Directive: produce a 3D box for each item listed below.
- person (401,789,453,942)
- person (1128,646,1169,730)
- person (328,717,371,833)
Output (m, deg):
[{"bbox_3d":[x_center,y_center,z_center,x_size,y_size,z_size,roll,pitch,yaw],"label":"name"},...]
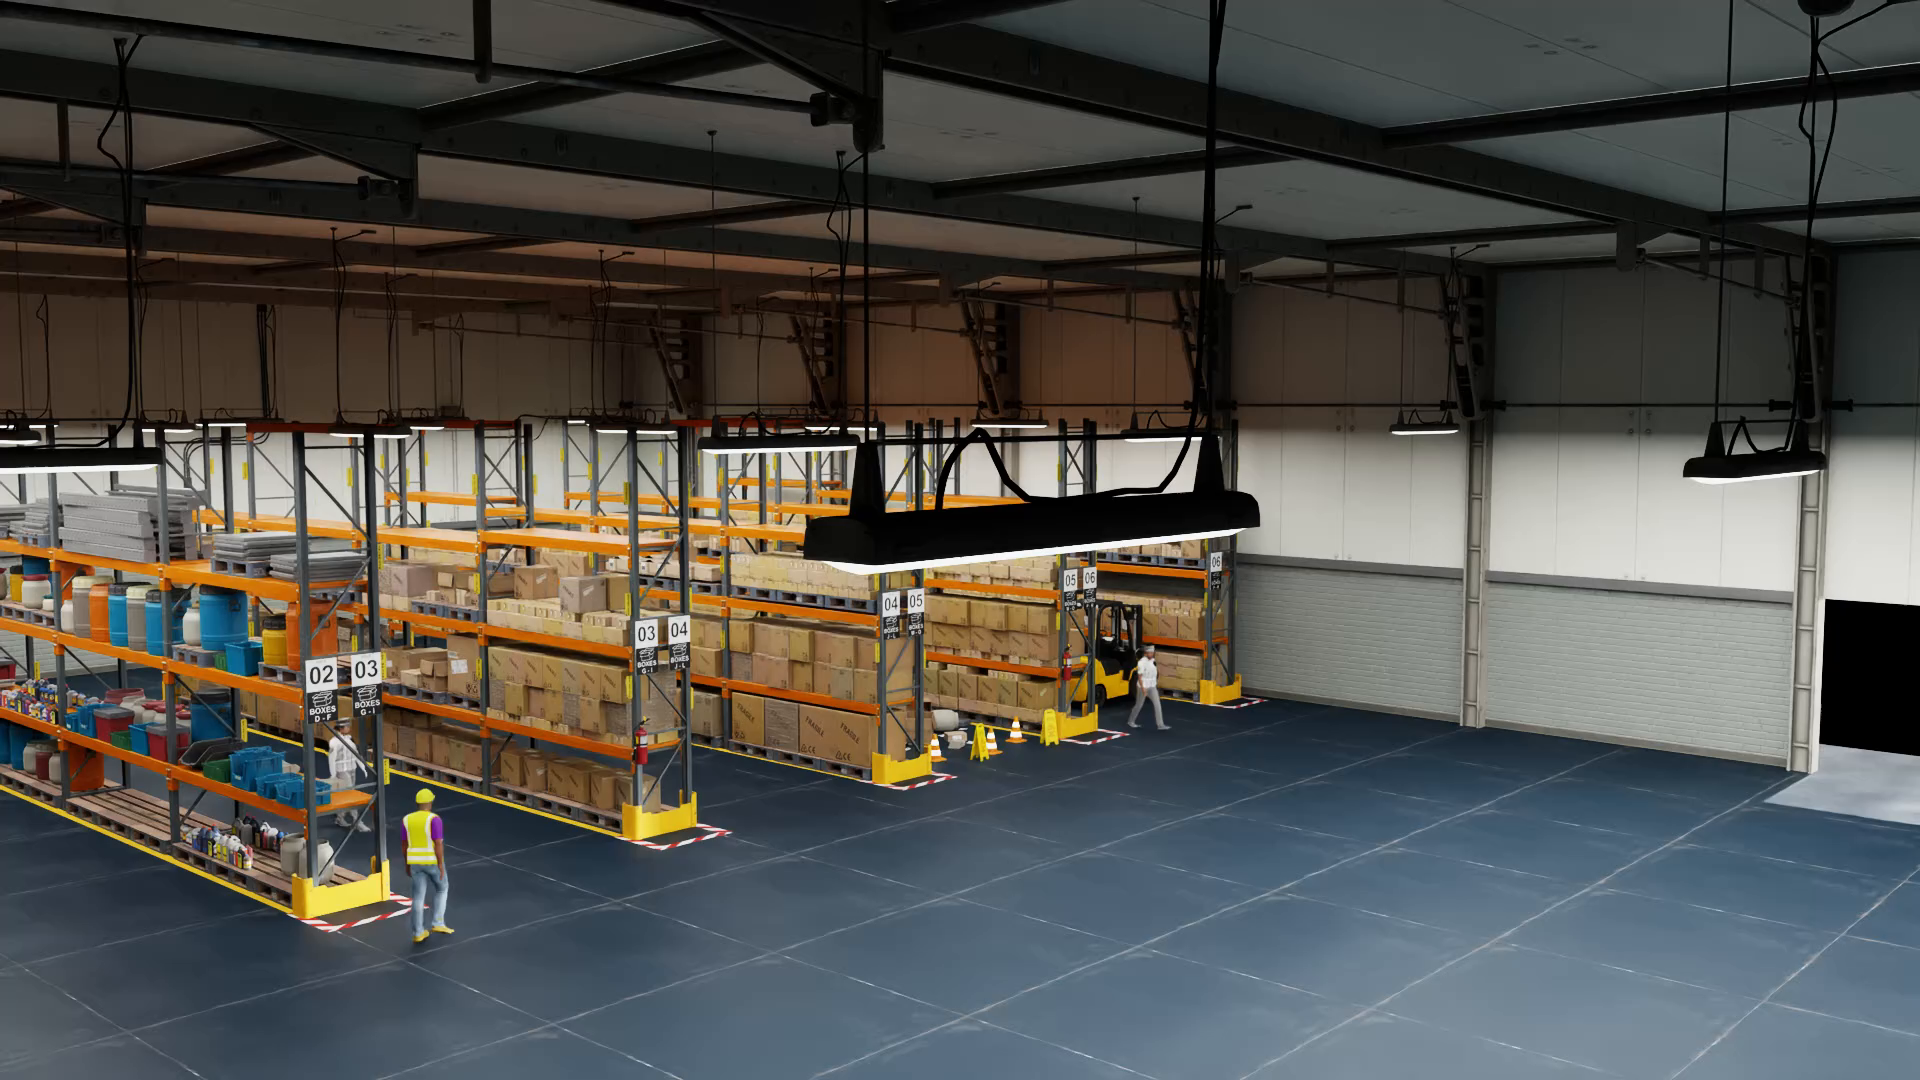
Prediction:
[{"bbox_3d":[-6.354,3.854,19.682,0.595,1.784,0.563,0,5,6],"label":"person"},{"bbox_3d":[3.659,2.862,32.332,0.483,1.643,0.894,-3,6,-33],"label":"person"},{"bbox_3d":[-9.059,3.495,24.807,0.721,1.678,0.501,1,5,15],"label":"person"}]
